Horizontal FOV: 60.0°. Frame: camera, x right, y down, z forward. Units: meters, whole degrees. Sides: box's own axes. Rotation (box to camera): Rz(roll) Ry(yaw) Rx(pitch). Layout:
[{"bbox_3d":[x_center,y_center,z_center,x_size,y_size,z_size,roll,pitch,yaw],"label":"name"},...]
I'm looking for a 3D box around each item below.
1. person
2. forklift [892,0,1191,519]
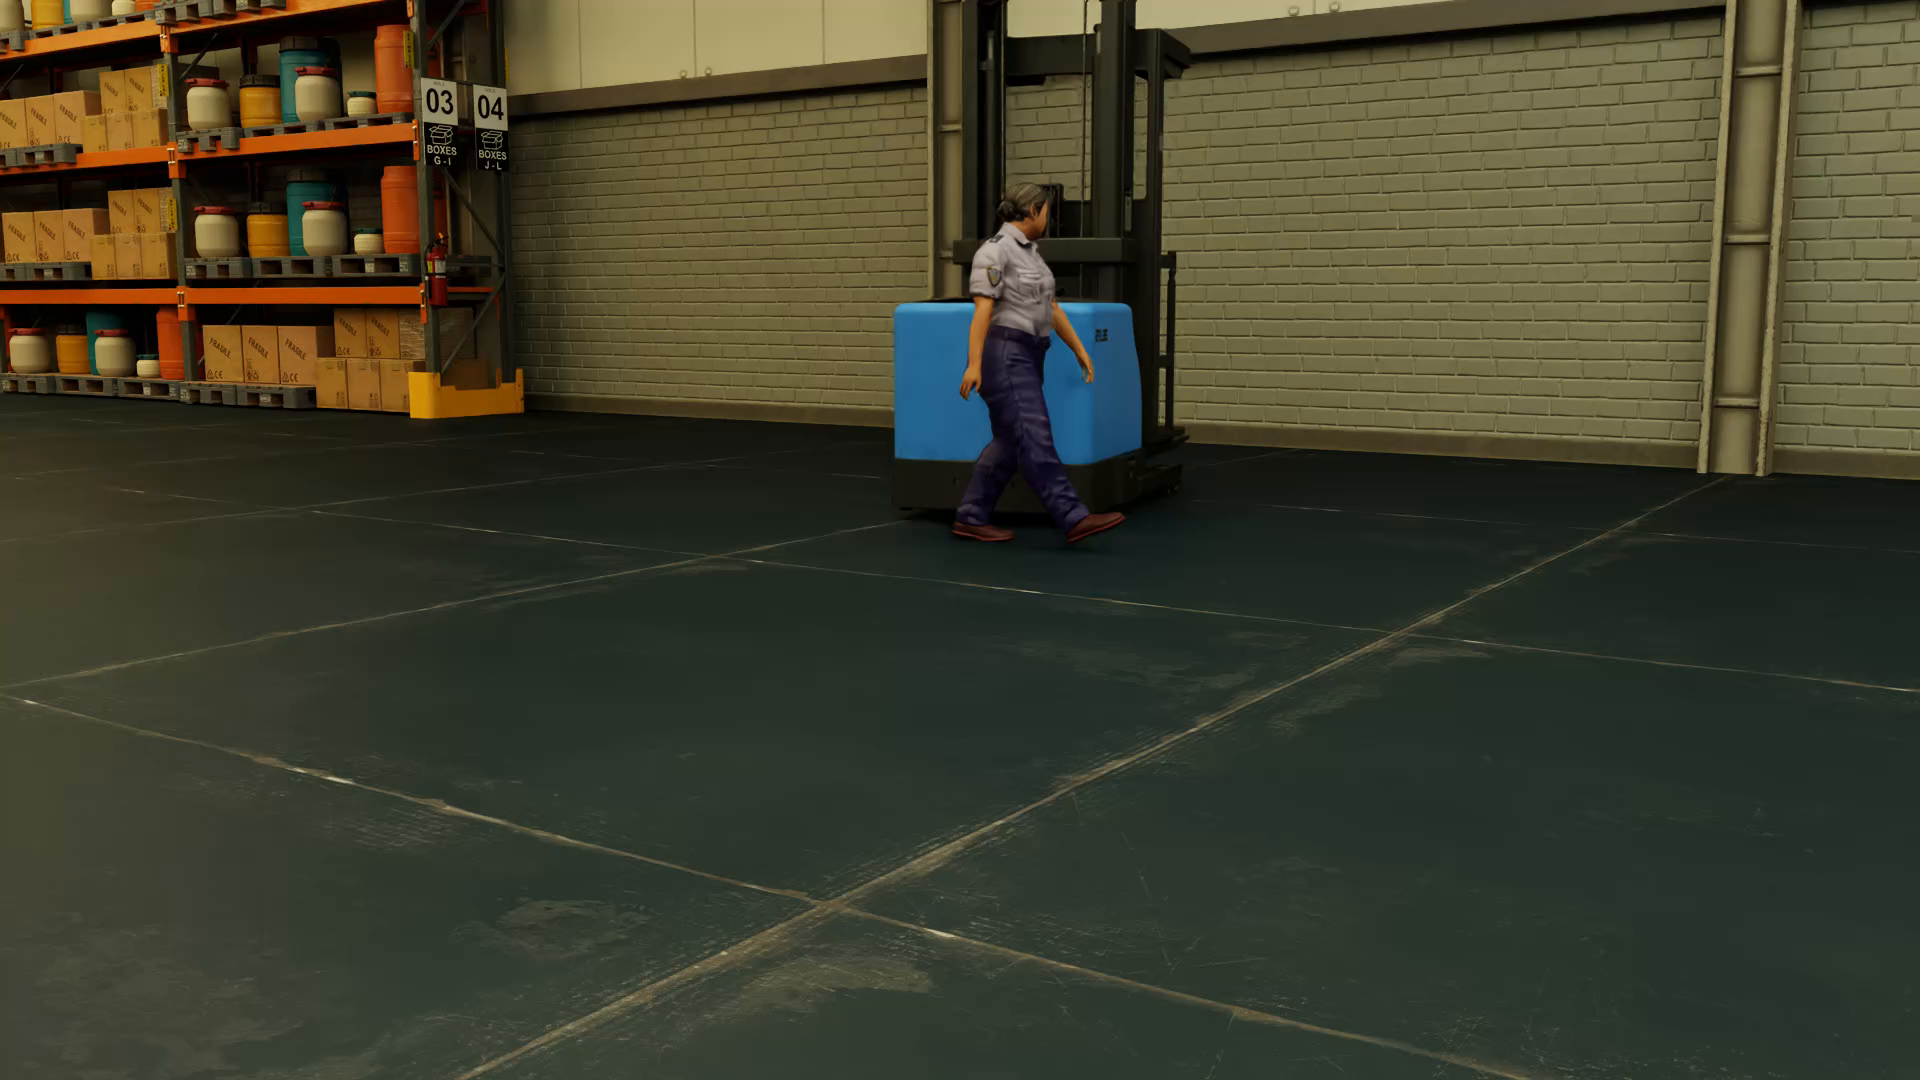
[{"bbox_3d":[0.336,-0.762,7.307,0.875,1.604,0.647,3,9,21],"label":"person"},{"bbox_3d":[0.643,-1.720,9.287,1.130,2.935,3.031,3,9,20],"label":"forklift"}]
